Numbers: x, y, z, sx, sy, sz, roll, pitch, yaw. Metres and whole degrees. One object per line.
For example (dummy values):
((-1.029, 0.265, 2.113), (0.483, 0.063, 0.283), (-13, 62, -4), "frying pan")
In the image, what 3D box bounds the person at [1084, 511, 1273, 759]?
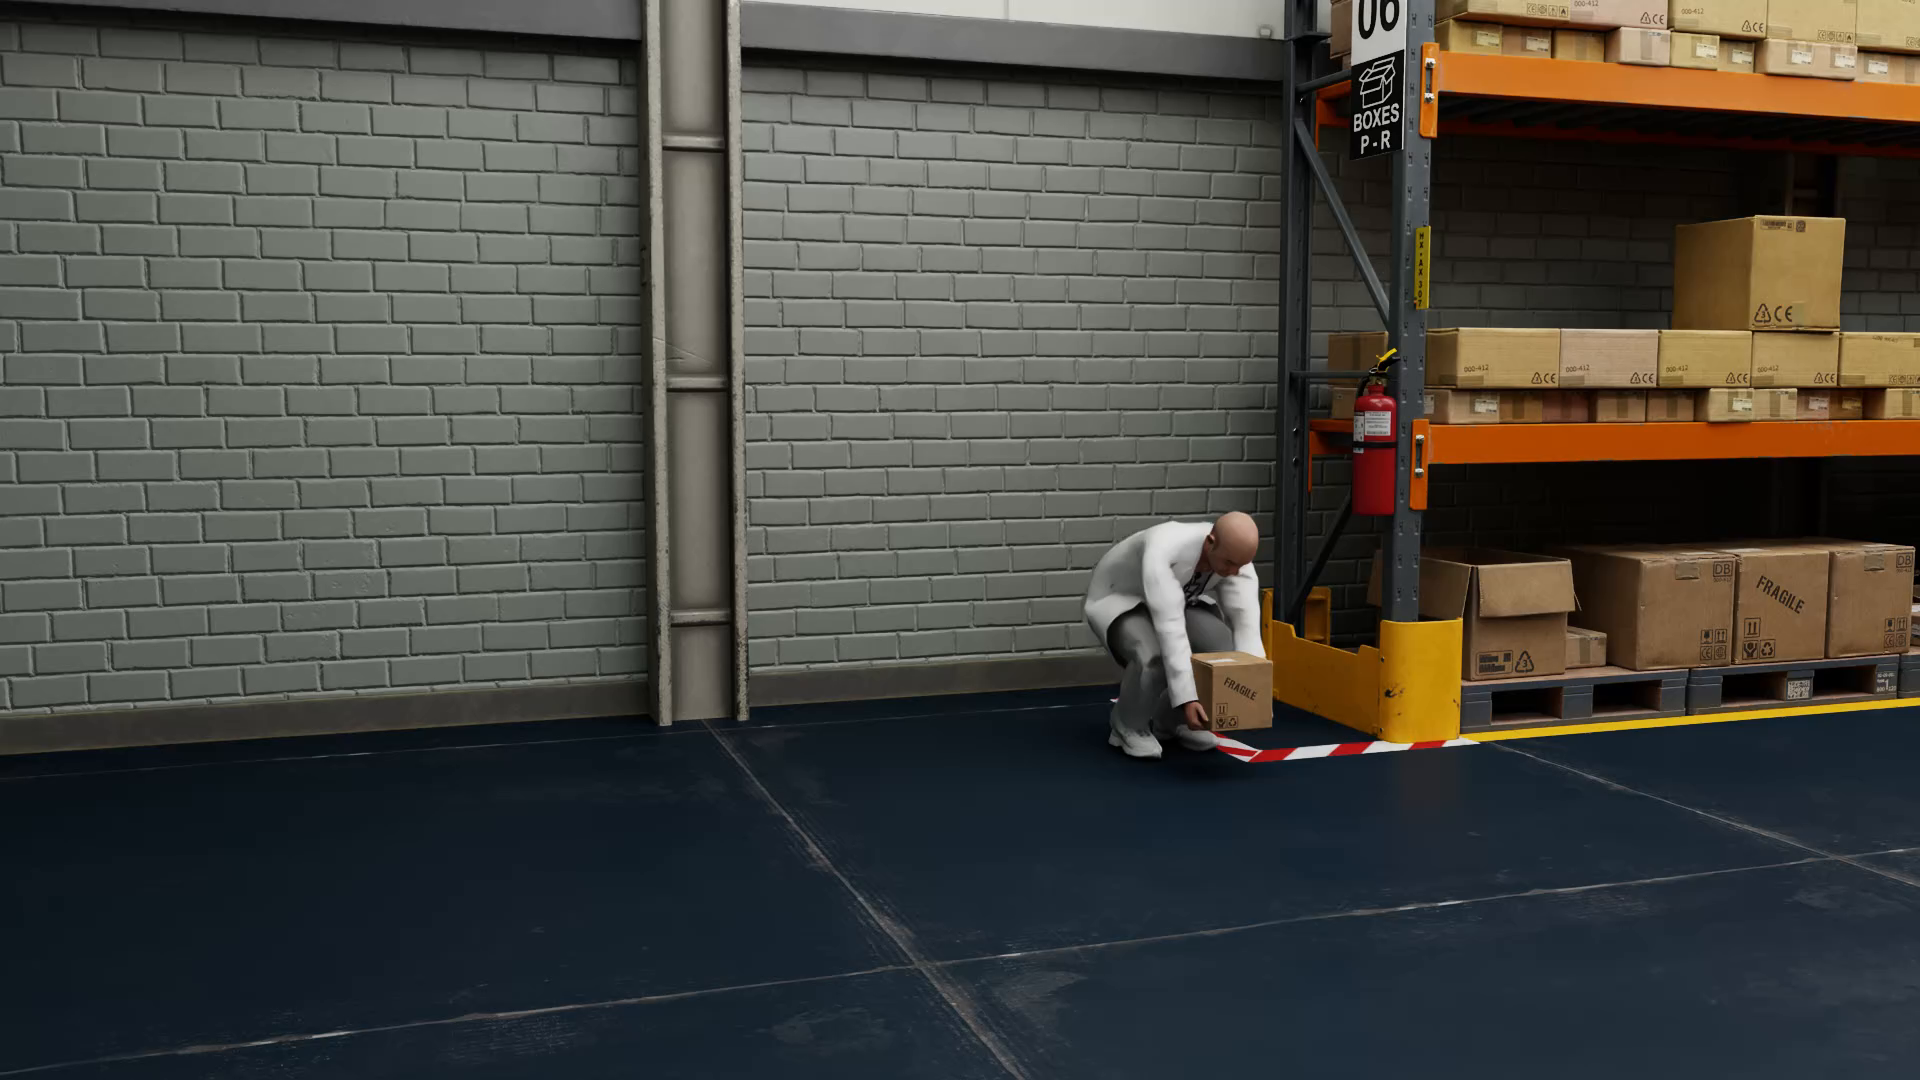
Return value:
((0.863, 0.362, 6.558), (0.581, 1.001, 0.958), (-3, 6, -26), "person")
